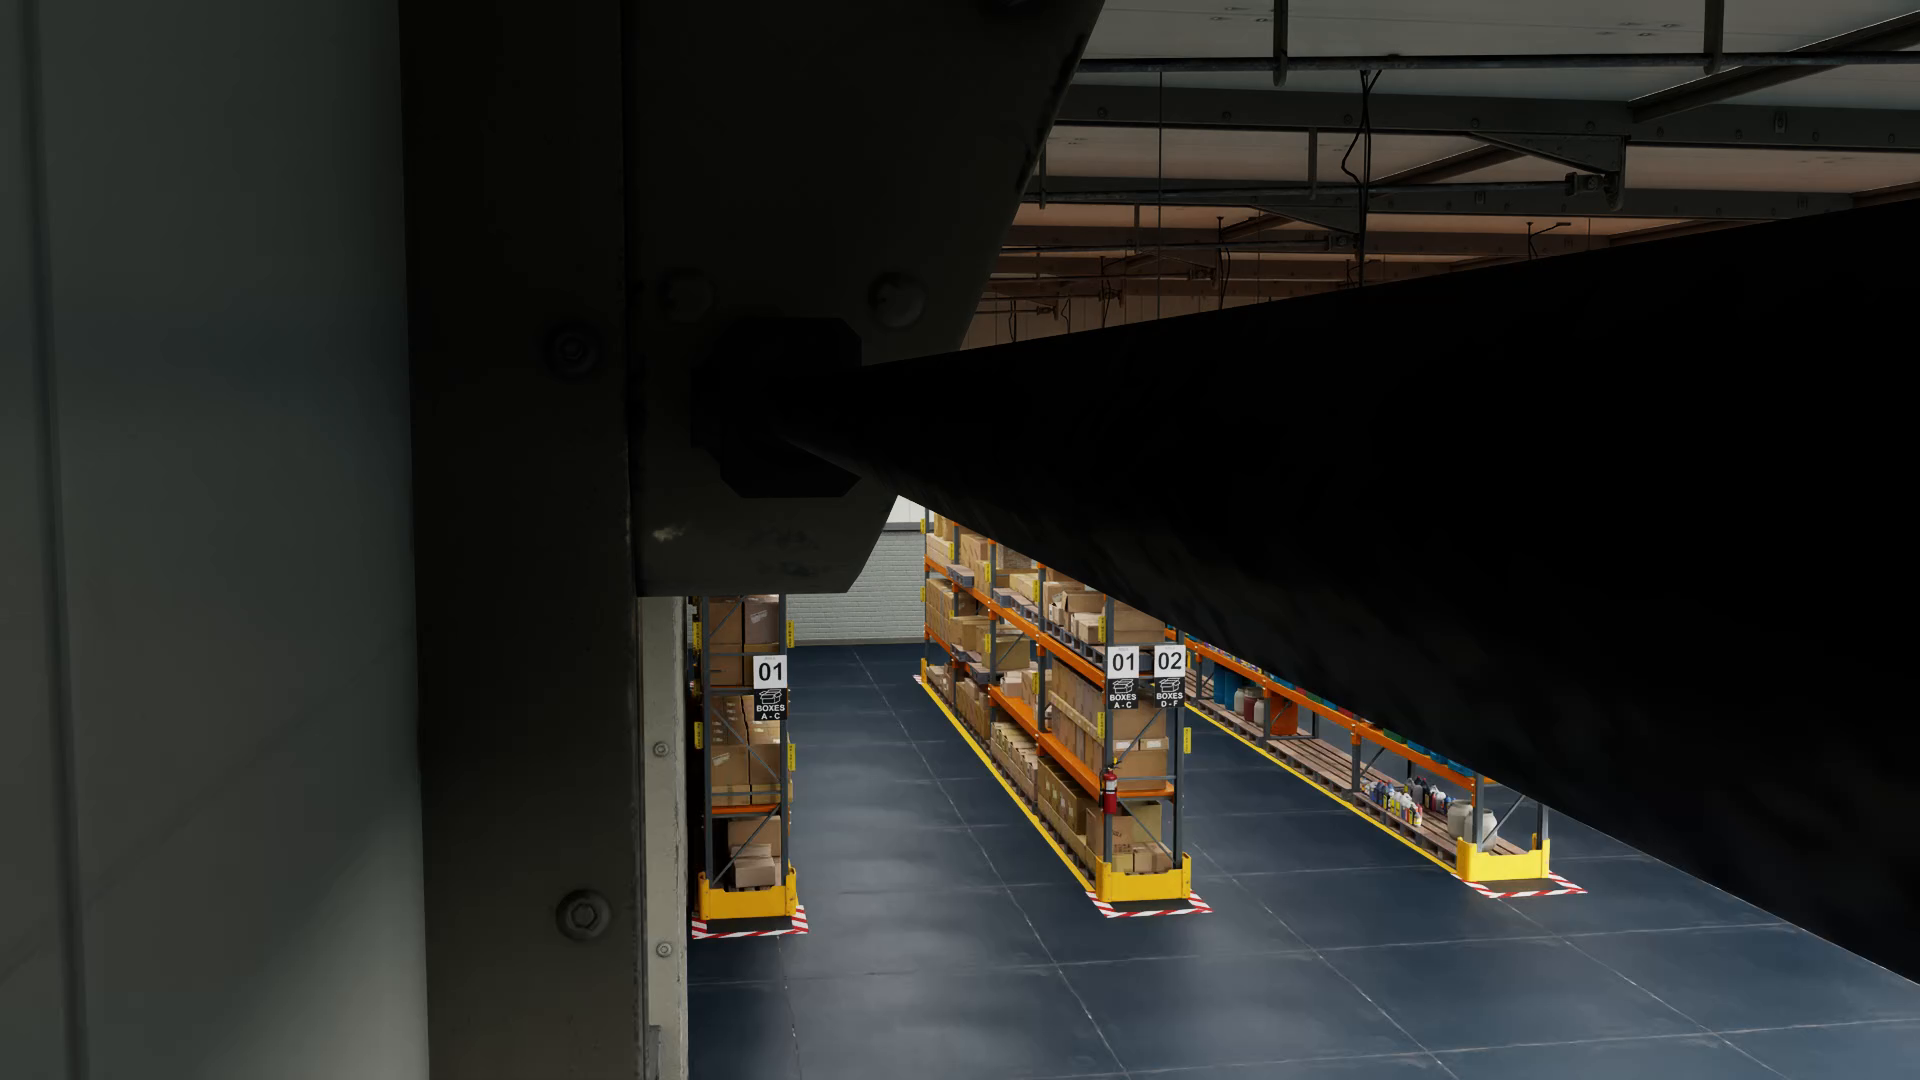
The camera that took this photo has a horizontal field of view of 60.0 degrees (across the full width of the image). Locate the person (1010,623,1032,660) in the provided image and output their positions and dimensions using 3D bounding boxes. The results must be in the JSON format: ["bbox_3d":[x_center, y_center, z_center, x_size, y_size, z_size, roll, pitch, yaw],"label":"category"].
[{"bbox_3d":[1.298,2.263,37.106,0.560,1.600,0.892,-3,6,-28],"label":"person"}]
